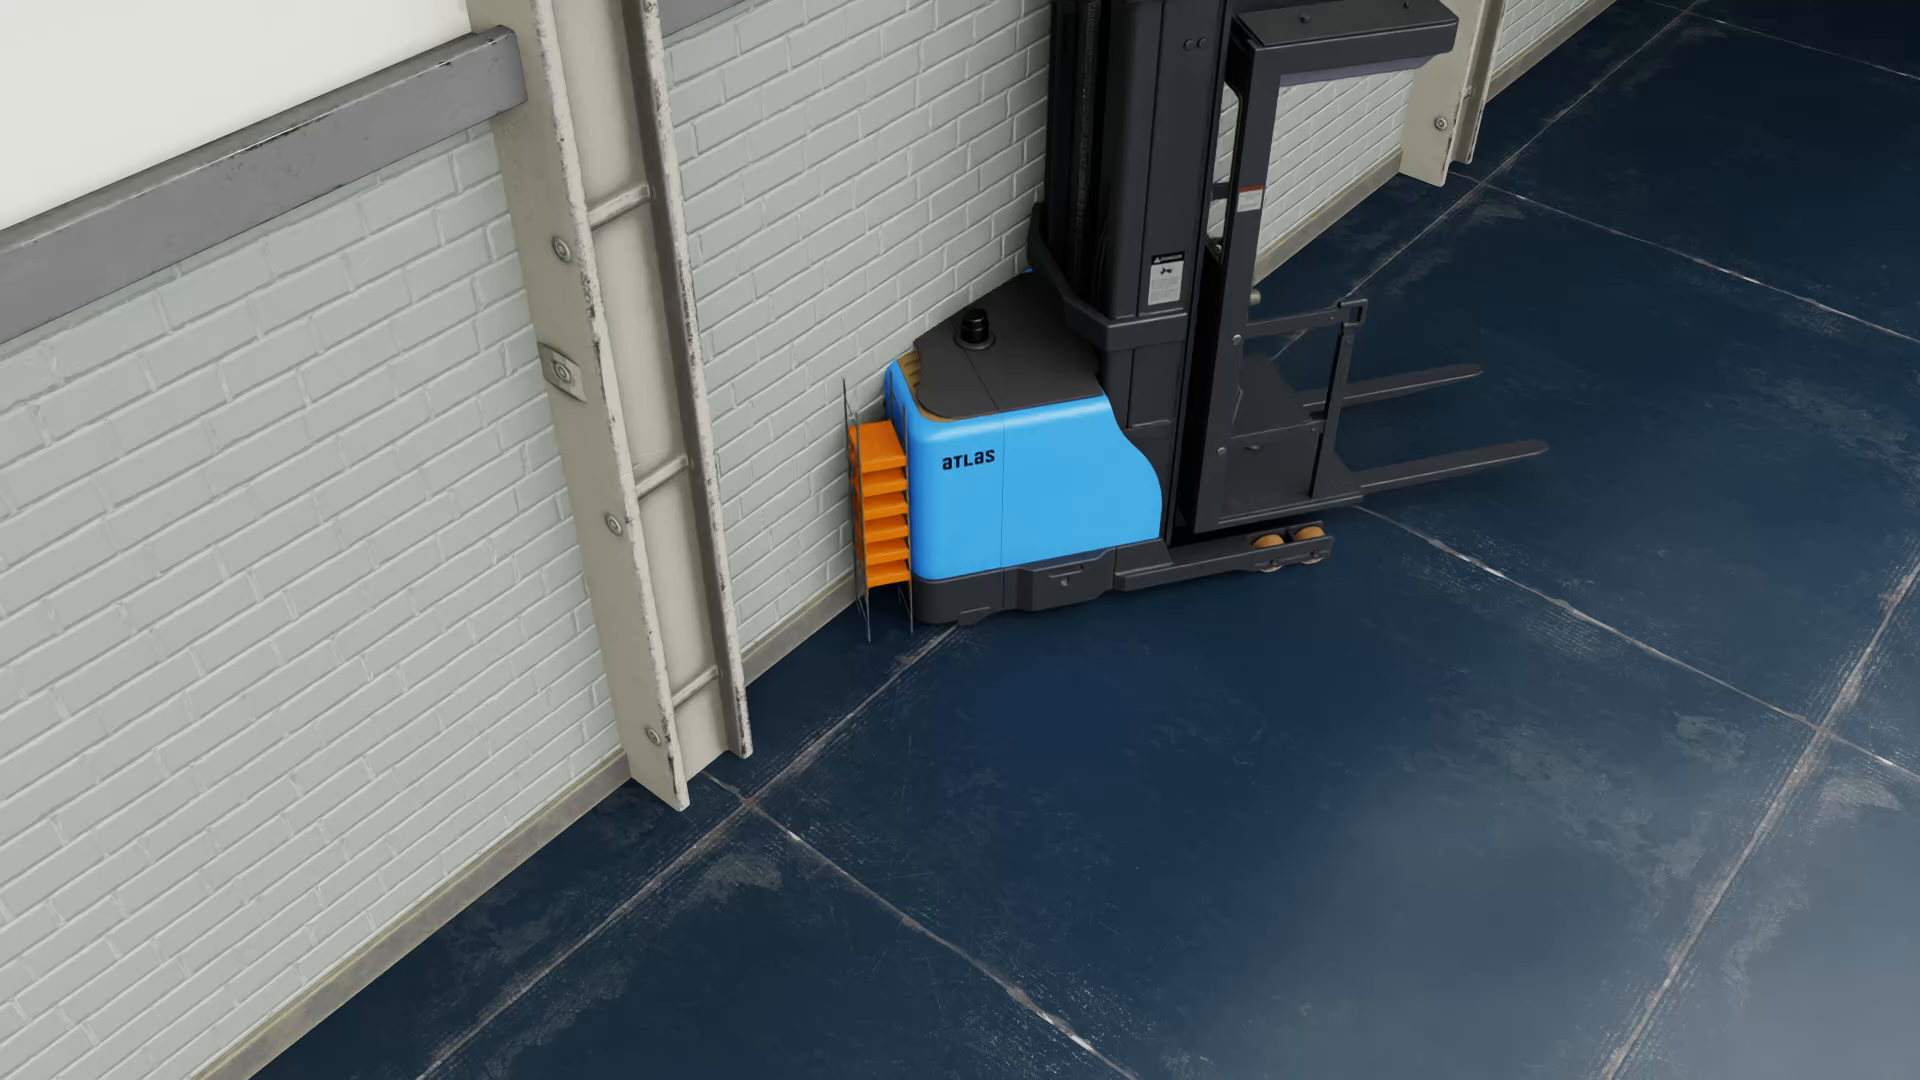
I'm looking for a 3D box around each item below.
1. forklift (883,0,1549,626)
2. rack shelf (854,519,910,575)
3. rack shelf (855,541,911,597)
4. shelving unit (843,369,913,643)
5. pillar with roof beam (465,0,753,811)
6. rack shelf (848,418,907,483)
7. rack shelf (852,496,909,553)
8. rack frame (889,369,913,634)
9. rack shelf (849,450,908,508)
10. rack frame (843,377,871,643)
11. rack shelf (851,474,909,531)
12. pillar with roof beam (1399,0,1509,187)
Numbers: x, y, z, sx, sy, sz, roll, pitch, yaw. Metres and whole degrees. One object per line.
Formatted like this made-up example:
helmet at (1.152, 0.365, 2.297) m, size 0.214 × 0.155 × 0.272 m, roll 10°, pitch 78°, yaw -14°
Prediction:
forklift at (1.133, -1.277, 6.658) m, size 3.031 × 2.935 × 1.130 m, roll -11°, pitch 43°, yaw -11°
rack shelf at (-0.322, 0.011, 6.770) m, size 0.180 × 0.103 × 0.258 m, roll -11°, pitch 43°, yaw -11°
rack shelf at (-0.322, 0.101, 6.850) m, size 0.180 × 0.103 × 0.258 m, roll -11°, pitch 43°, yaw -11°
shelving unit at (-0.323, -0.111, 6.661) m, size 0.189 × 1.200 × 0.258 m, roll -11°, pitch 43°, yaw -11°
pillar with roof beam at (2.244, -0.603, 1.406) m, size 9.100 × 9.000 × 0.400 m, roll 29°, pitch 50°, yaw 28°
rack shelf at (-0.324, -0.347, 6.451) m, size 0.180 × 0.103 × 0.258 m, roll -11°, pitch 43°, yaw -11°
rack shelf at (-0.322, -0.078, 6.690) m, size 0.180 × 0.103 × 0.258 m, roll -11°, pitch 43°, yaw -11°
rack frame at (-0.234, -0.128, 6.679) m, size 0.006 × 1.200 × 0.240 m, roll -11°, pitch 43°, yaw -11°
rack shelf at (-0.323, -0.257, 6.531) m, size 0.180 × 0.103 × 0.258 m, roll -11°, pitch 43°, yaw -11°
rack frame at (-0.411, -0.095, 6.643) m, size 0.006 × 1.200 × 0.240 m, roll -11°, pitch 43°, yaw -11°
rack shelf at (-0.323, -0.168, 6.610) m, size 0.180 × 0.103 × 0.258 m, roll -11°, pitch 43°, yaw -11°
pillar with roof beam at (6.105, -3.692, 4.804) m, size 9.100 × 9.000 × 0.400 m, roll 29°, pitch 50°, yaw 28°
